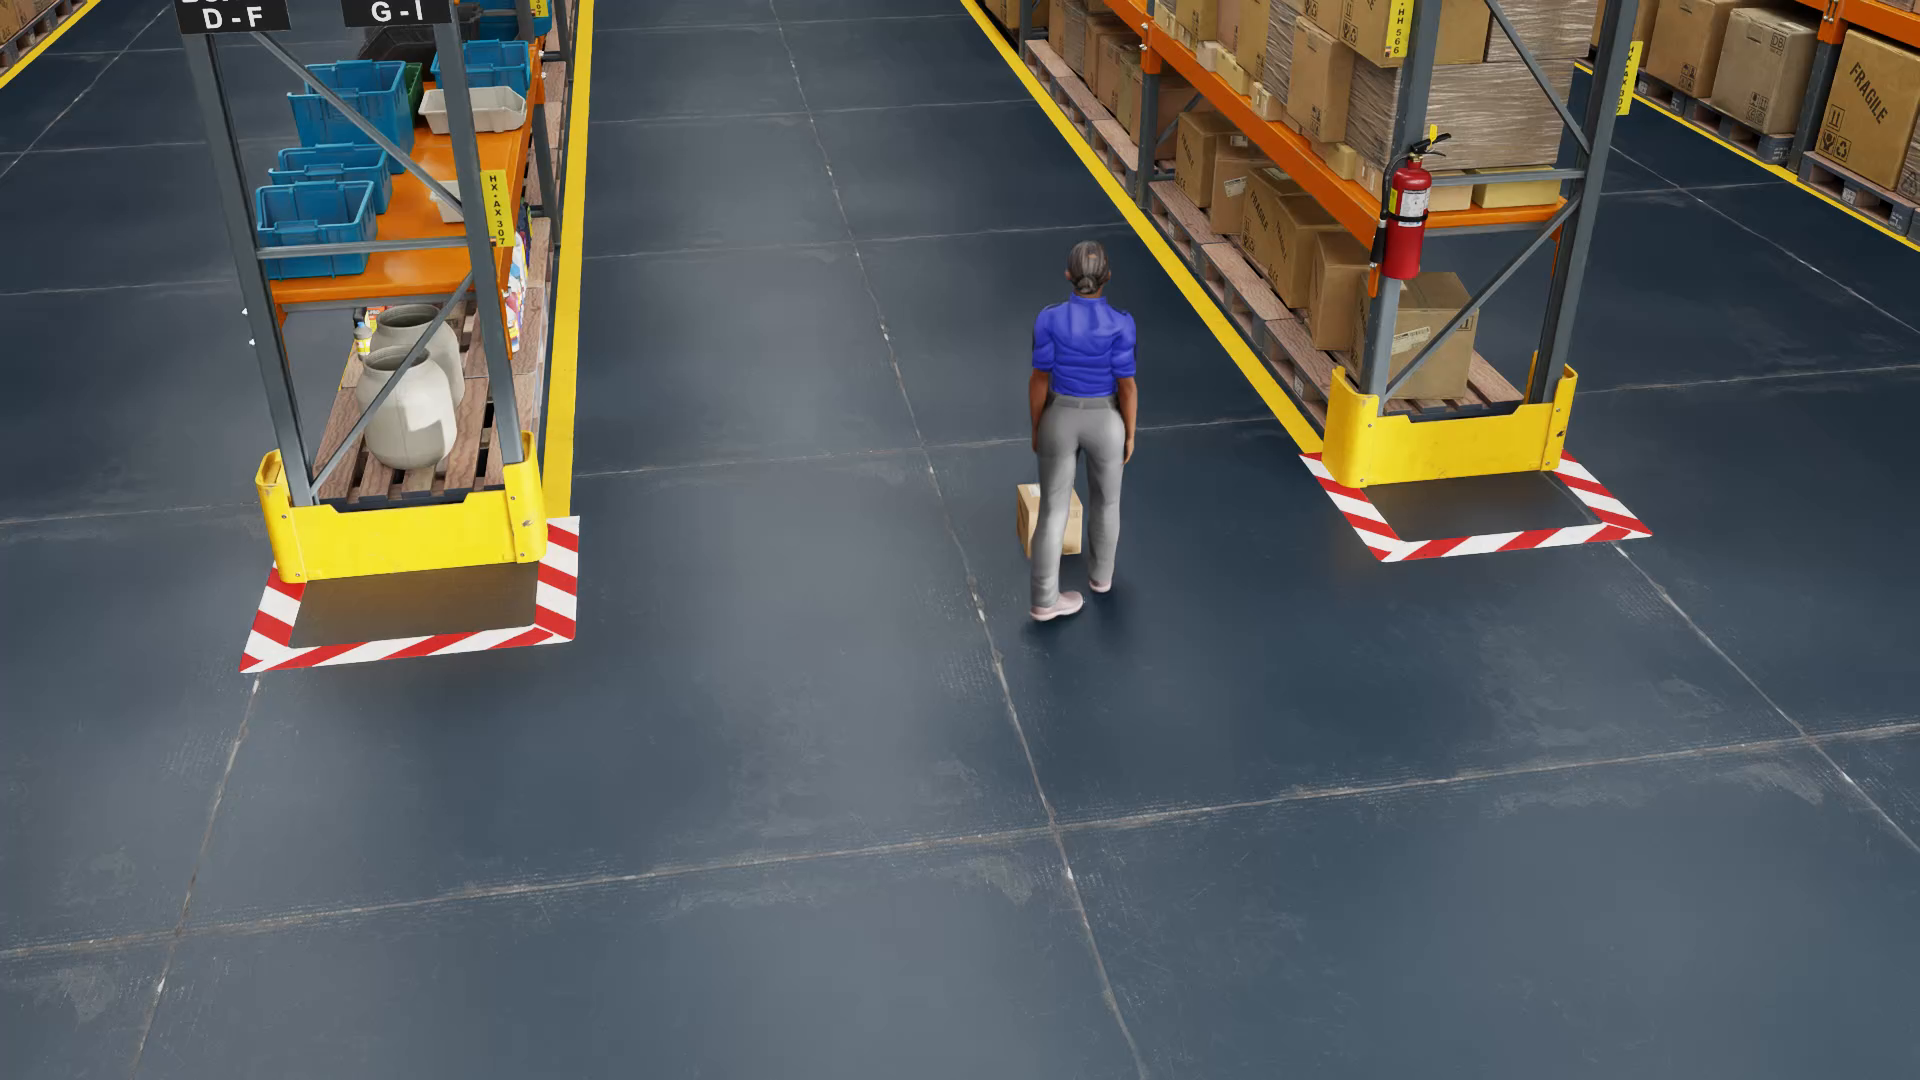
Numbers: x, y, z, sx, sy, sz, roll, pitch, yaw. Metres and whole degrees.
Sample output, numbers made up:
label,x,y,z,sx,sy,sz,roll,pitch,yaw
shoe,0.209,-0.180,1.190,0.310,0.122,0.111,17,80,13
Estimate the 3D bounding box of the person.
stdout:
label,x,y,z,sx,sy,sz,roll,pitch,yaw
person,0.511,-0.475,6.922,0.446,1.660,0.589,5,31,8
